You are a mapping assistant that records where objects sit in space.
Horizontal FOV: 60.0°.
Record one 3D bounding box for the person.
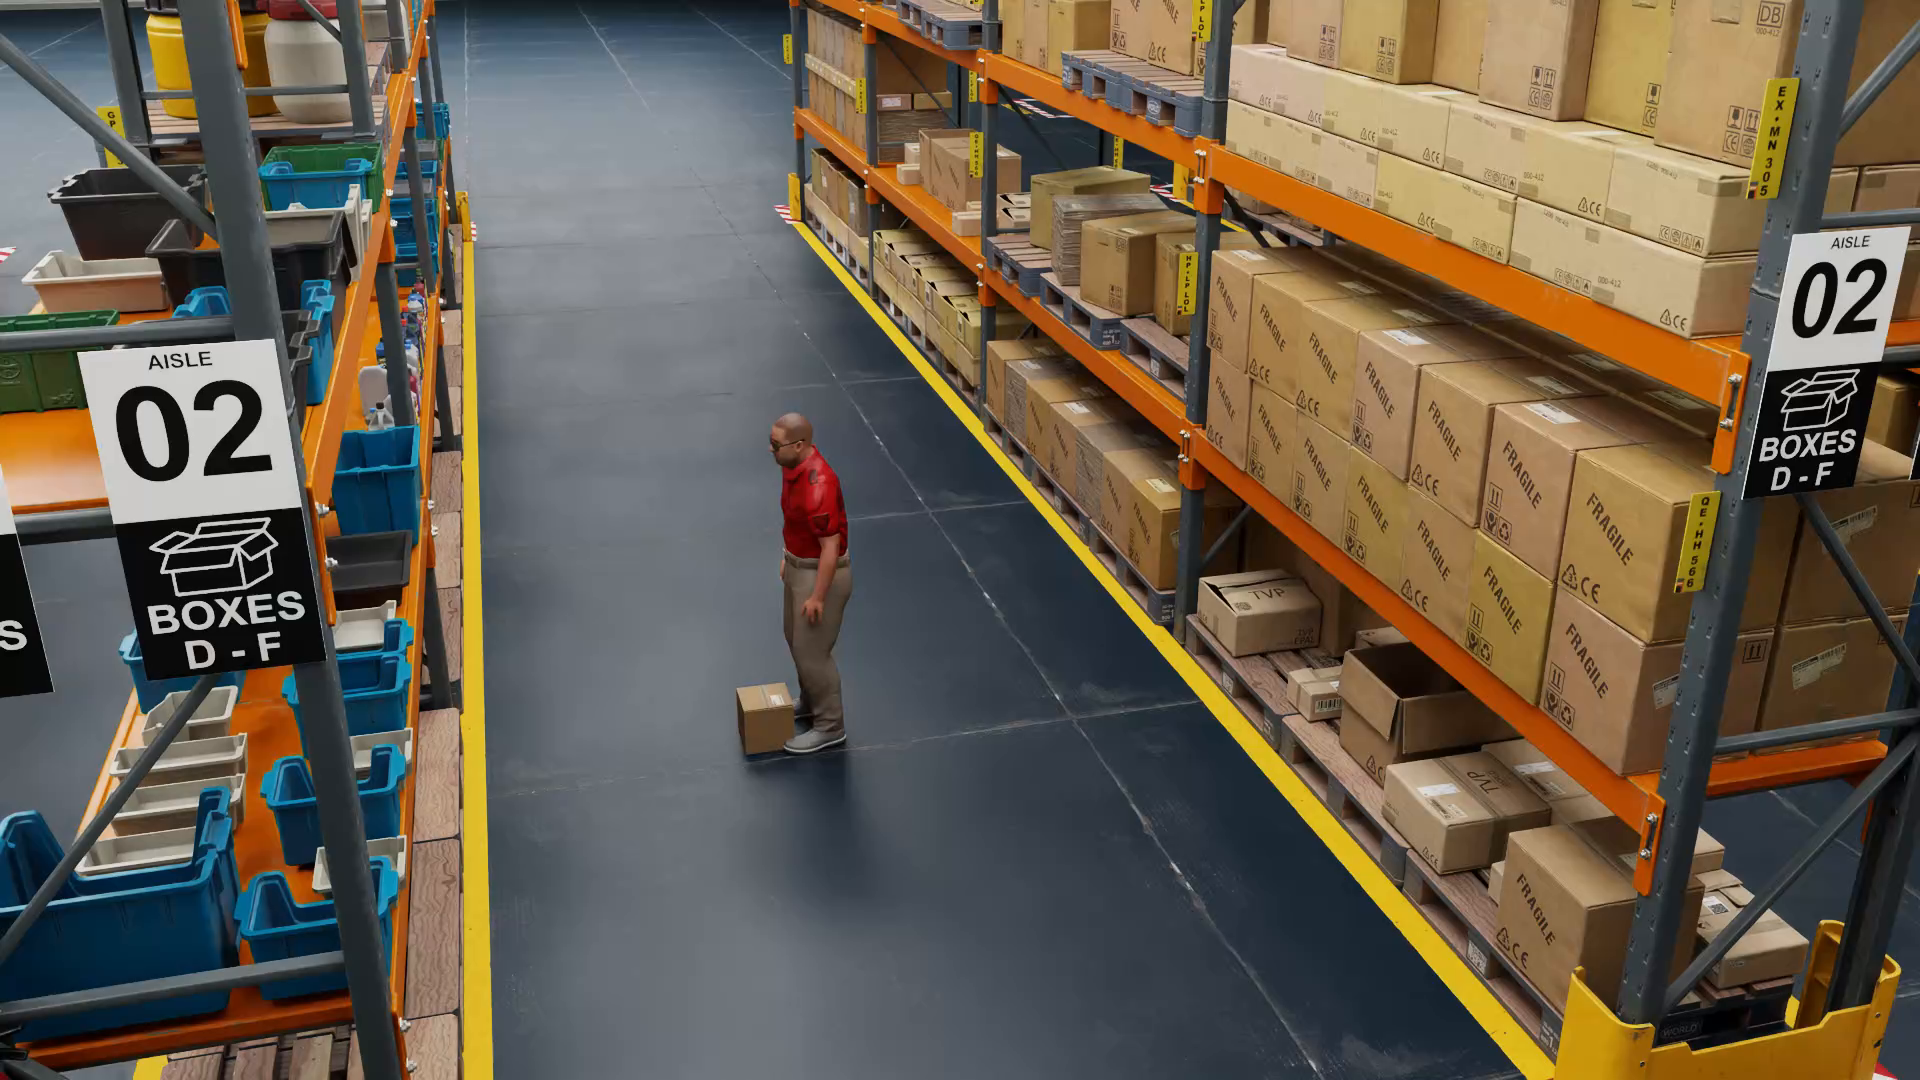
[{"bbox_3d":[-0.738,0.190,8.159,0.390,1.727,0.599,-7,24,-16],"label":"person"}]
